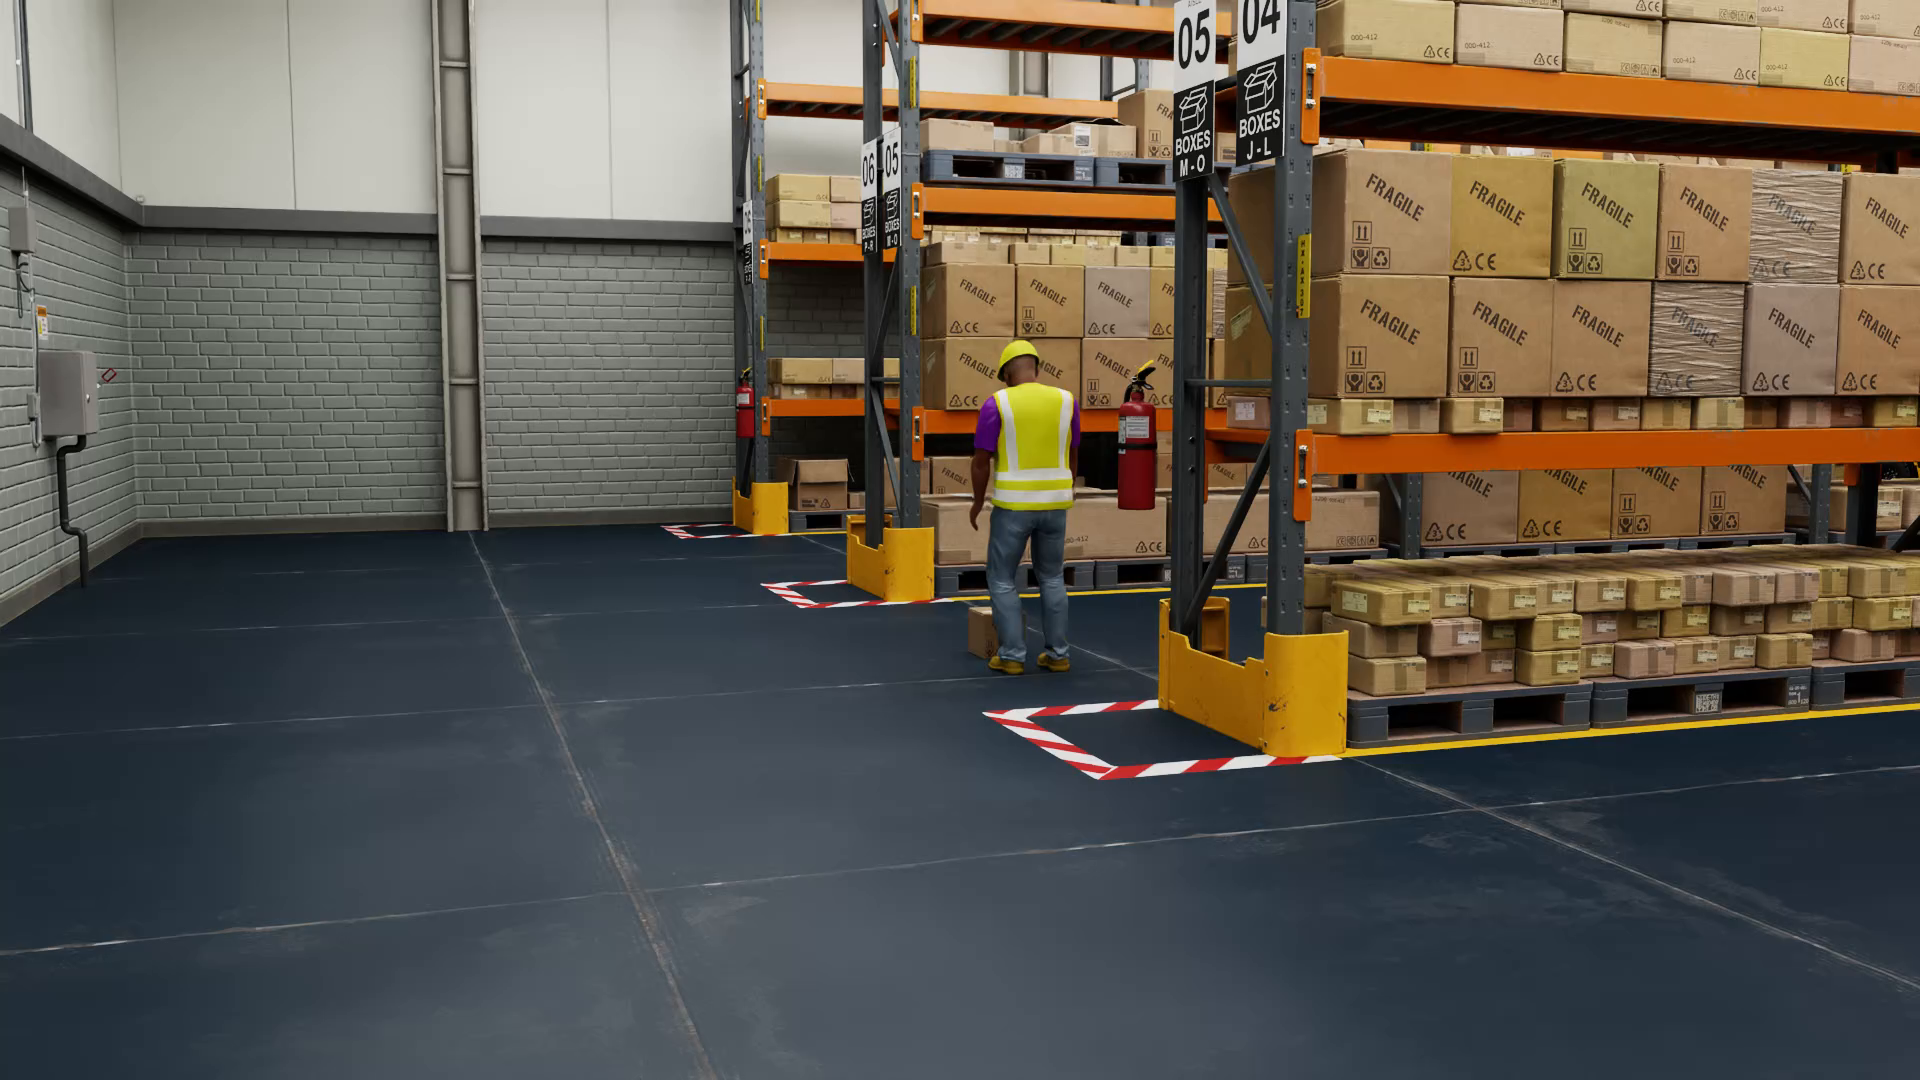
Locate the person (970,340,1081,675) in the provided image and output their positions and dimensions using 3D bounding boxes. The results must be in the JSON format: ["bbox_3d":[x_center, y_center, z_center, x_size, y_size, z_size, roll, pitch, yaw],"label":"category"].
[{"bbox_3d":[0.335,-0.175,8.683,0.588,1.725,0.437,-2,6,-17],"label":"person"}]
